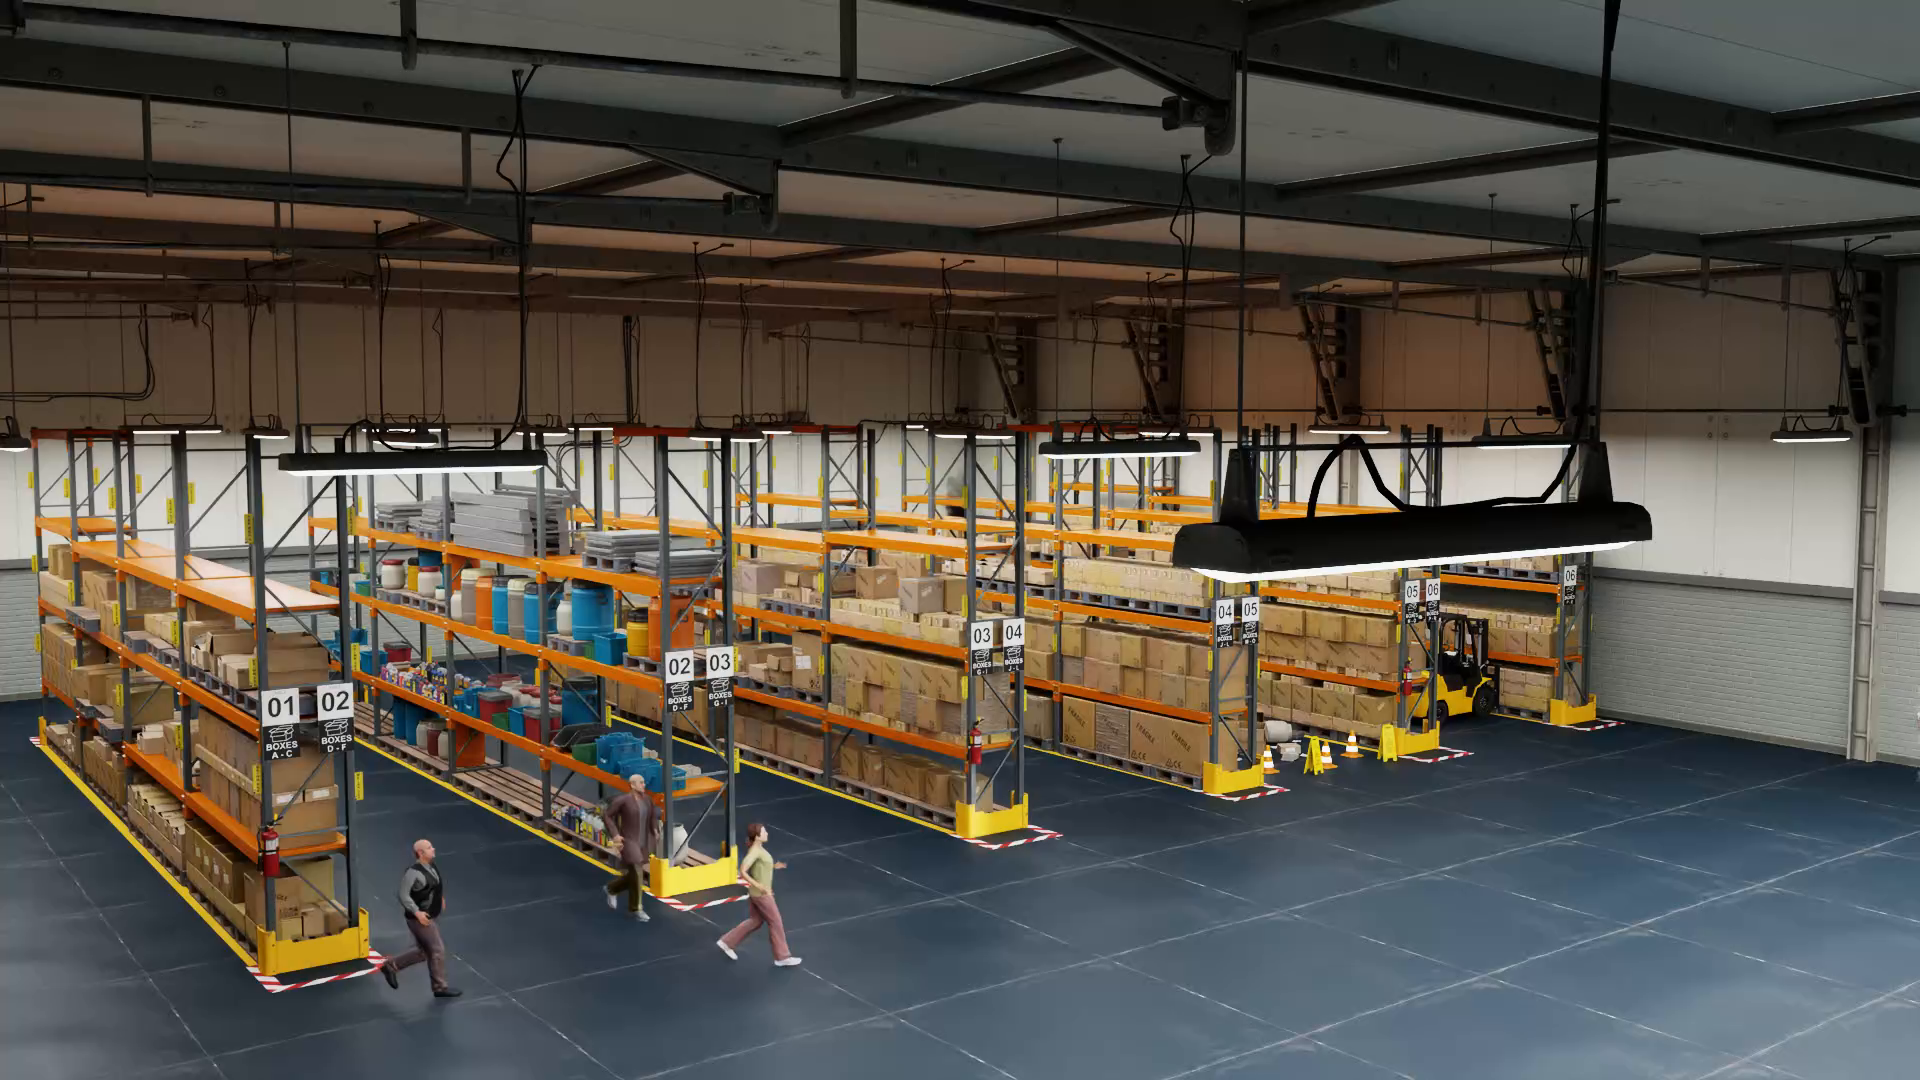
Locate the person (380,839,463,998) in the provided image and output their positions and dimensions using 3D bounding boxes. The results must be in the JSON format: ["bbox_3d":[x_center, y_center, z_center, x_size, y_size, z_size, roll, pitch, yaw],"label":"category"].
[{"bbox_3d":[-5.801,4.058,17.880,0.883,1.708,0.664,0,4,-1],"label":"person"}]

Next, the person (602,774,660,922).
[{"bbox_3d":[-4.108,3.828,20.885,0.863,1.766,0.740,3,5,35],"label":"person"}]

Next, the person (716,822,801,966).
[{"bbox_3d":[-2.279,4.004,18.812,0.955,1.646,0.582,-1,5,-11],"label":"person"}]

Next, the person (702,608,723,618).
[{"bbox_3d":[-6.162,2.265,40.771,0.728,1.743,0.835,3,6,36],"label":"person"}]
